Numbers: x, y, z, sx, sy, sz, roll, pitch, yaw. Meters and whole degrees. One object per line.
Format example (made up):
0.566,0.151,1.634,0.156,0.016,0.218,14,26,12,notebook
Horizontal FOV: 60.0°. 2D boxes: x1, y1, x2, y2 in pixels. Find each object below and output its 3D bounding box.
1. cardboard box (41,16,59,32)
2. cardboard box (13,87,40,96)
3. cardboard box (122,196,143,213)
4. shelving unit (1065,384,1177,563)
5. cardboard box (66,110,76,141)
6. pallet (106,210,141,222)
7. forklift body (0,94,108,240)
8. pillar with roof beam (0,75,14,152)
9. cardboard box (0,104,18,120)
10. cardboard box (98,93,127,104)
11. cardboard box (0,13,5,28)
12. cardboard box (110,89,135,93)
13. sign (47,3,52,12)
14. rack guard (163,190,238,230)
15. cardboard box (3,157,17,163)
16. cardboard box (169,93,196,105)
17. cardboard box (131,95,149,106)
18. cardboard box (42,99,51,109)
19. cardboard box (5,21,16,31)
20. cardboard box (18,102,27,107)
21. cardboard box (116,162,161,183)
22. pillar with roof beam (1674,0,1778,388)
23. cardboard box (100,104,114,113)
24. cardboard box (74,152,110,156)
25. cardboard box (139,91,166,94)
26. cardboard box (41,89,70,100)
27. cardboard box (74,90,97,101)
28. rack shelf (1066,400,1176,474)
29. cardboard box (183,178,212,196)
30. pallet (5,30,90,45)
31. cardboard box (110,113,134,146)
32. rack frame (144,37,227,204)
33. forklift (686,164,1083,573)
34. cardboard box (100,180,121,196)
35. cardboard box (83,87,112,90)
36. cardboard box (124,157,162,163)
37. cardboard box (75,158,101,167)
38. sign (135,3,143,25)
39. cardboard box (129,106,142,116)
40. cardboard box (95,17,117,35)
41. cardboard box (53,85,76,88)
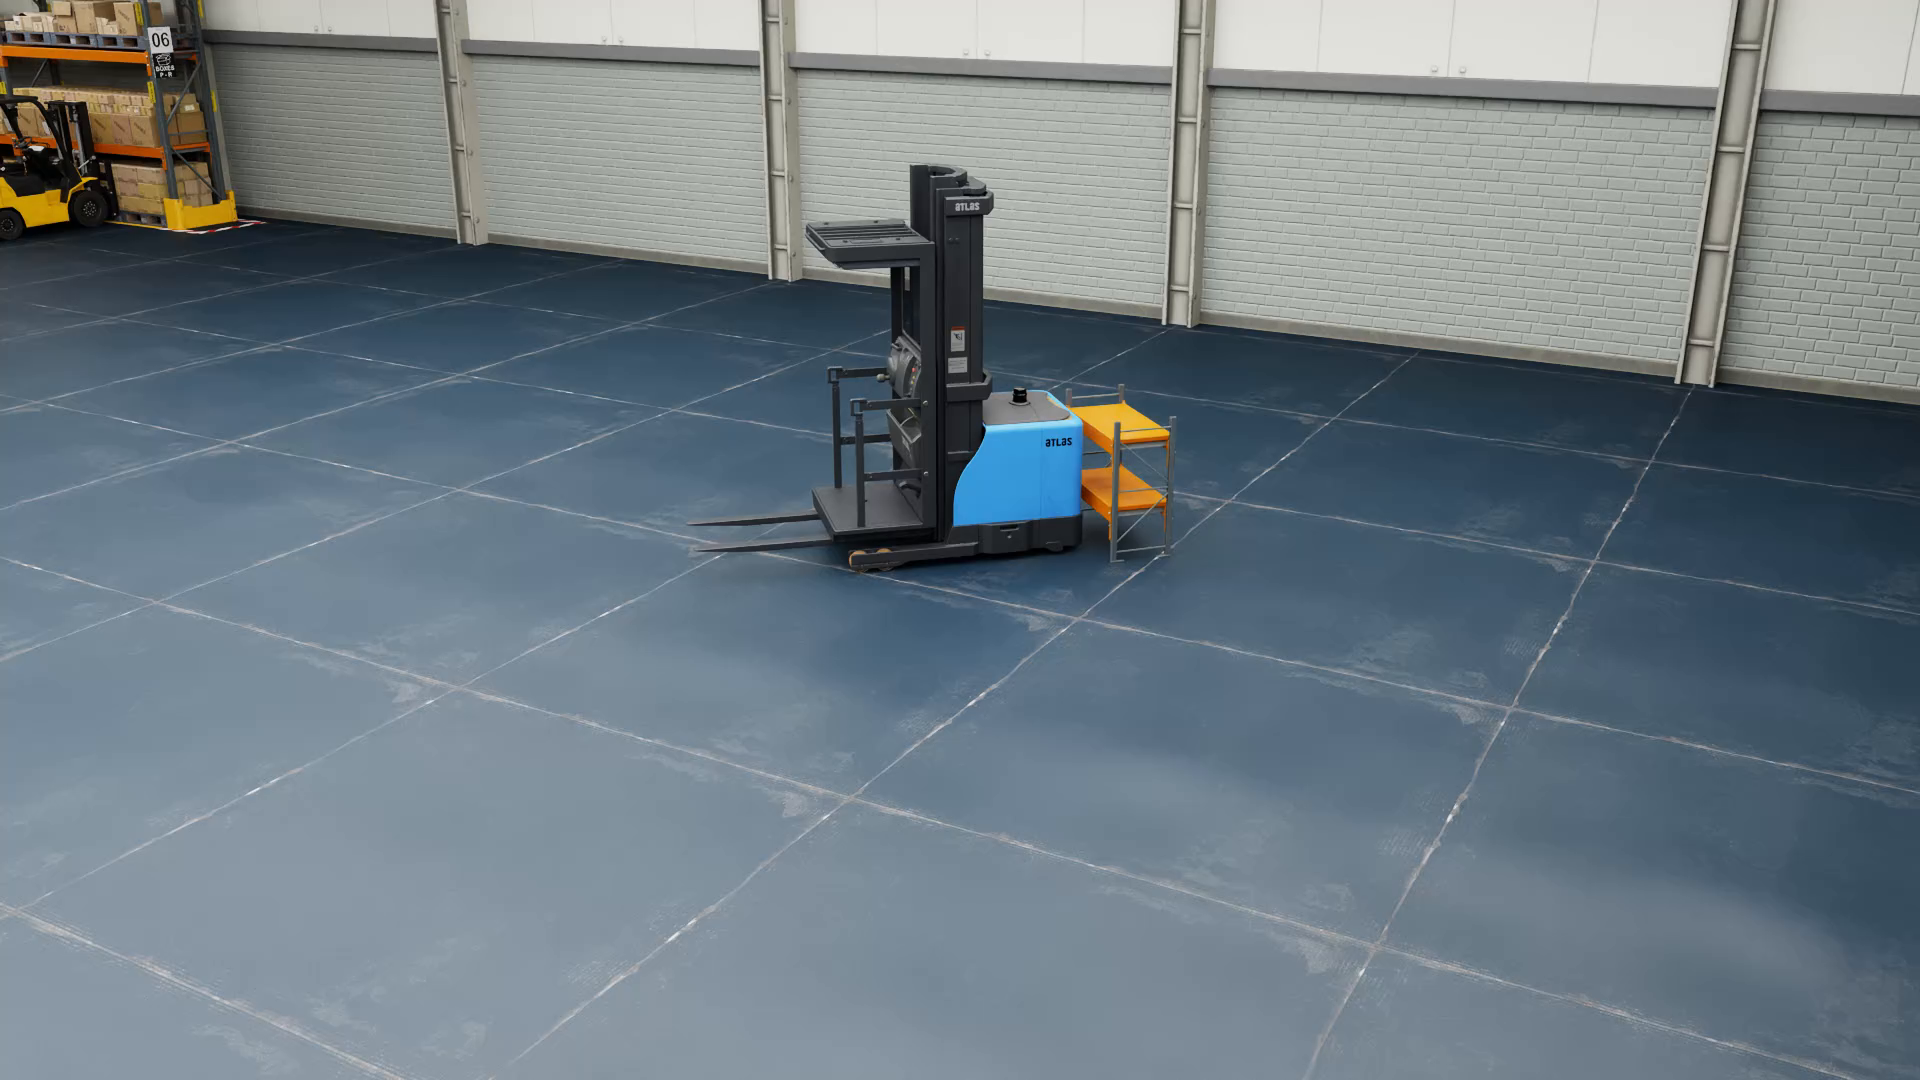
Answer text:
-15.120,-8.653,27.857,0.258,0.266,0.396,10,22,26,cardboard box
-16.134,-7.750,28.796,0.250,0.149,0.380,11,23,28,cardboard box
-13.769,-5.708,28.120,0.500,0.250,0.500,11,23,27,cardboard box
1.251,-0.548,13.227,0.538,1.125,1.048,-6,21,-16,shelving unit
-15.102,-7.129,28.473,0.500,0.500,0.500,11,22,27,cardboard box
-14.524,-5.741,28.882,1.213,0.211,1.003,11,23,27,pallet
-15.321,-6.107,27.047,1.214,2.155,2.313,11,23,27,forklift body
-20.281,-9.654,26.784,0.400,9.000,9.100,11,23,27,pillar with roof beam
-16.821,-7.569,29.320,0.500,0.250,0.500,10,22,26,cardboard box
-14.126,-7.364,27.732,0.250,0.149,0.380,11,23,29,cardboard box
-17.018,-9.060,28.911,0.500,0.311,0.500,10,22,26,cardboard box
-14.301,-7.611,28.414,0.250,0.149,0.380,11,23,28,cardboard box
-15.998,-9.255,29.207,0.005,0.325,0.100,11,23,27,sign
-12.754,-5.555,27.946,0.348,0.500,1.175,11,23,27,rack guard
-16.728,-6.564,29.928,0.625,0.625,0.875,12,23,30,cardboard box
-12.964,-7.345,27.681,0.250,0.149,0.380,10,22,26,cardboard box
-13.421,-7.254,27.431,0.250,0.149,0.380,11,23,27,cardboard box
-15.470,-7.479,28.487,0.250,0.149,0.380,11,23,28,cardboard box
-16.024,-8.771,28.352,0.250,0.149,0.380,11,23,28,cardboard box
-16.117,-7.620,28.875,0.250,0.149,0.380,10,22,26,cardboard box
-13.778,-6.176,27.942,0.500,0.250,0.500,11,23,28,cardboard box
5.909,-4.665,13.030,0.400,9.000,9.100,11,23,27,pillar with roof beam
-14.116,-7.230,27.800,0.250,0.149,0.380,10,22,26,cardboard box
-15.294,-6.670,29.304,0.500,0.250,0.500,10,22,27,cardboard box
-13.623,-7.484,28.064,0.250,0.149,0.380,11,23,28,cardboard box
-15.460,-7.620,28.439,0.250,0.149,0.380,11,23,28,cardboard box
-14.744,-7.523,28.171,0.250,0.149,0.380,11,23,28,cardboard box
1.251,-0.823,13.127,0.538,0.278,1.000,-6,21,-16,rack shelf
-13.085,-6.014,28.228,0.500,0.250,0.500,11,23,28,cardboard box
-15.510,-8.634,28.498,1.213,0.211,1.003,11,23,27,pallet
-13.781,-6.874,27.769,0.500,0.500,0.500,12,23,29,cardboard box
-12.775,-6.734,27.530,0.127,3.000,1.000,11,23,27,rack frame
-0.612,-1.325,12.721,3.031,2.935,1.130,-5,21,-13,forklift
-14.246,-6.028,28.267,0.500,0.250,0.500,10,22,26,cardboard box
-14.939,-7.762,28.829,0.250,0.149,0.380,10,22,26,cardboard box
-13.972,-6.413,28.597,0.500,0.250,0.500,11,22,27,cardboard box
-15.117,-6.433,28.650,0.500,0.250,0.500,12,23,29,cardboard box
-13.052,-8.364,26.442,0.005,0.325,0.100,11,23,27,sign
-13.452,-7.094,27.425,0.250,0.149,0.380,11,23,28,cardboard box
-13.868,-8.415,27.200,0.258,0.266,0.396,11,23,27,cardboard box
-15.643,-7.874,29.138,0.250,0.149,0.380,10,22,26,cardboard box
